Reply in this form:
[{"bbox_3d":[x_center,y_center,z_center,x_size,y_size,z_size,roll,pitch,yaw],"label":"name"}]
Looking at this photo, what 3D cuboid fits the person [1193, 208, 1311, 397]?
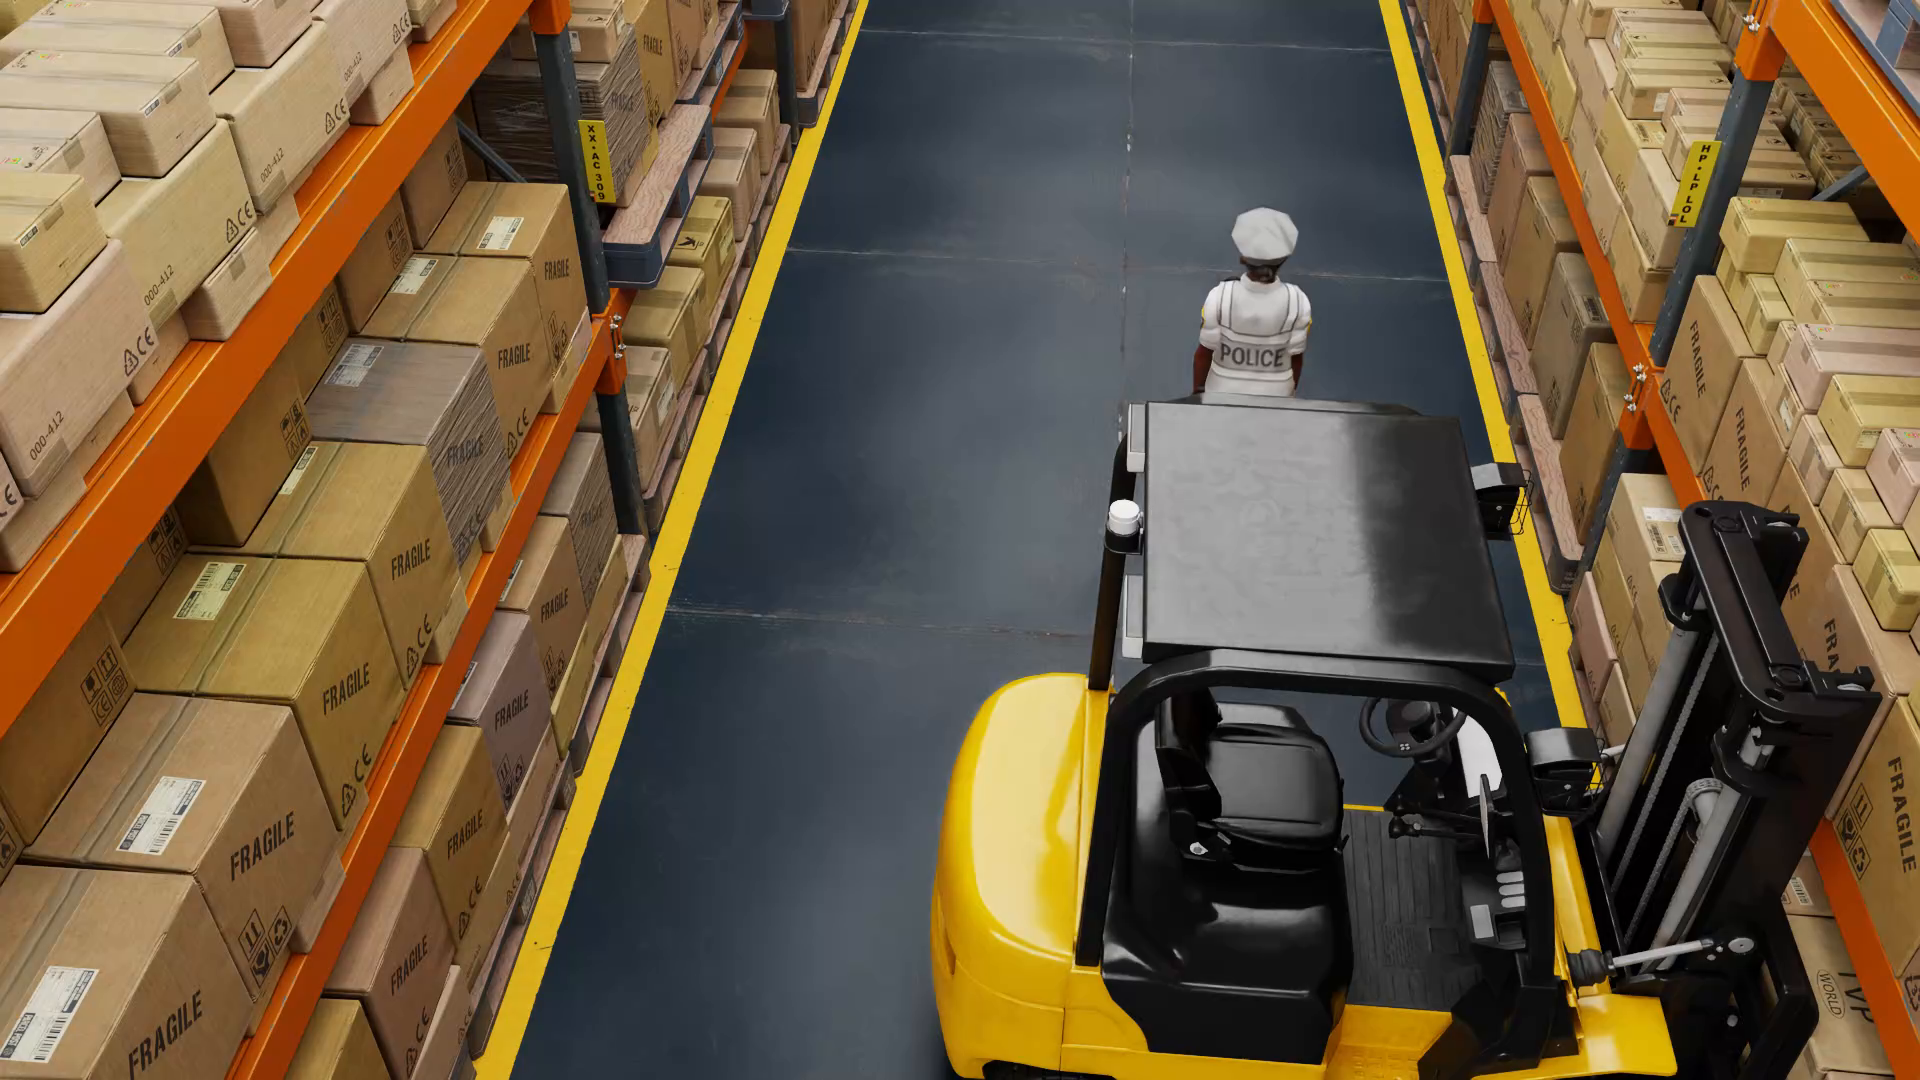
[{"bbox_3d":[1.163,-0.584,6.832,0.437,1.684,0.340,4,40,5],"label":"person"}]
